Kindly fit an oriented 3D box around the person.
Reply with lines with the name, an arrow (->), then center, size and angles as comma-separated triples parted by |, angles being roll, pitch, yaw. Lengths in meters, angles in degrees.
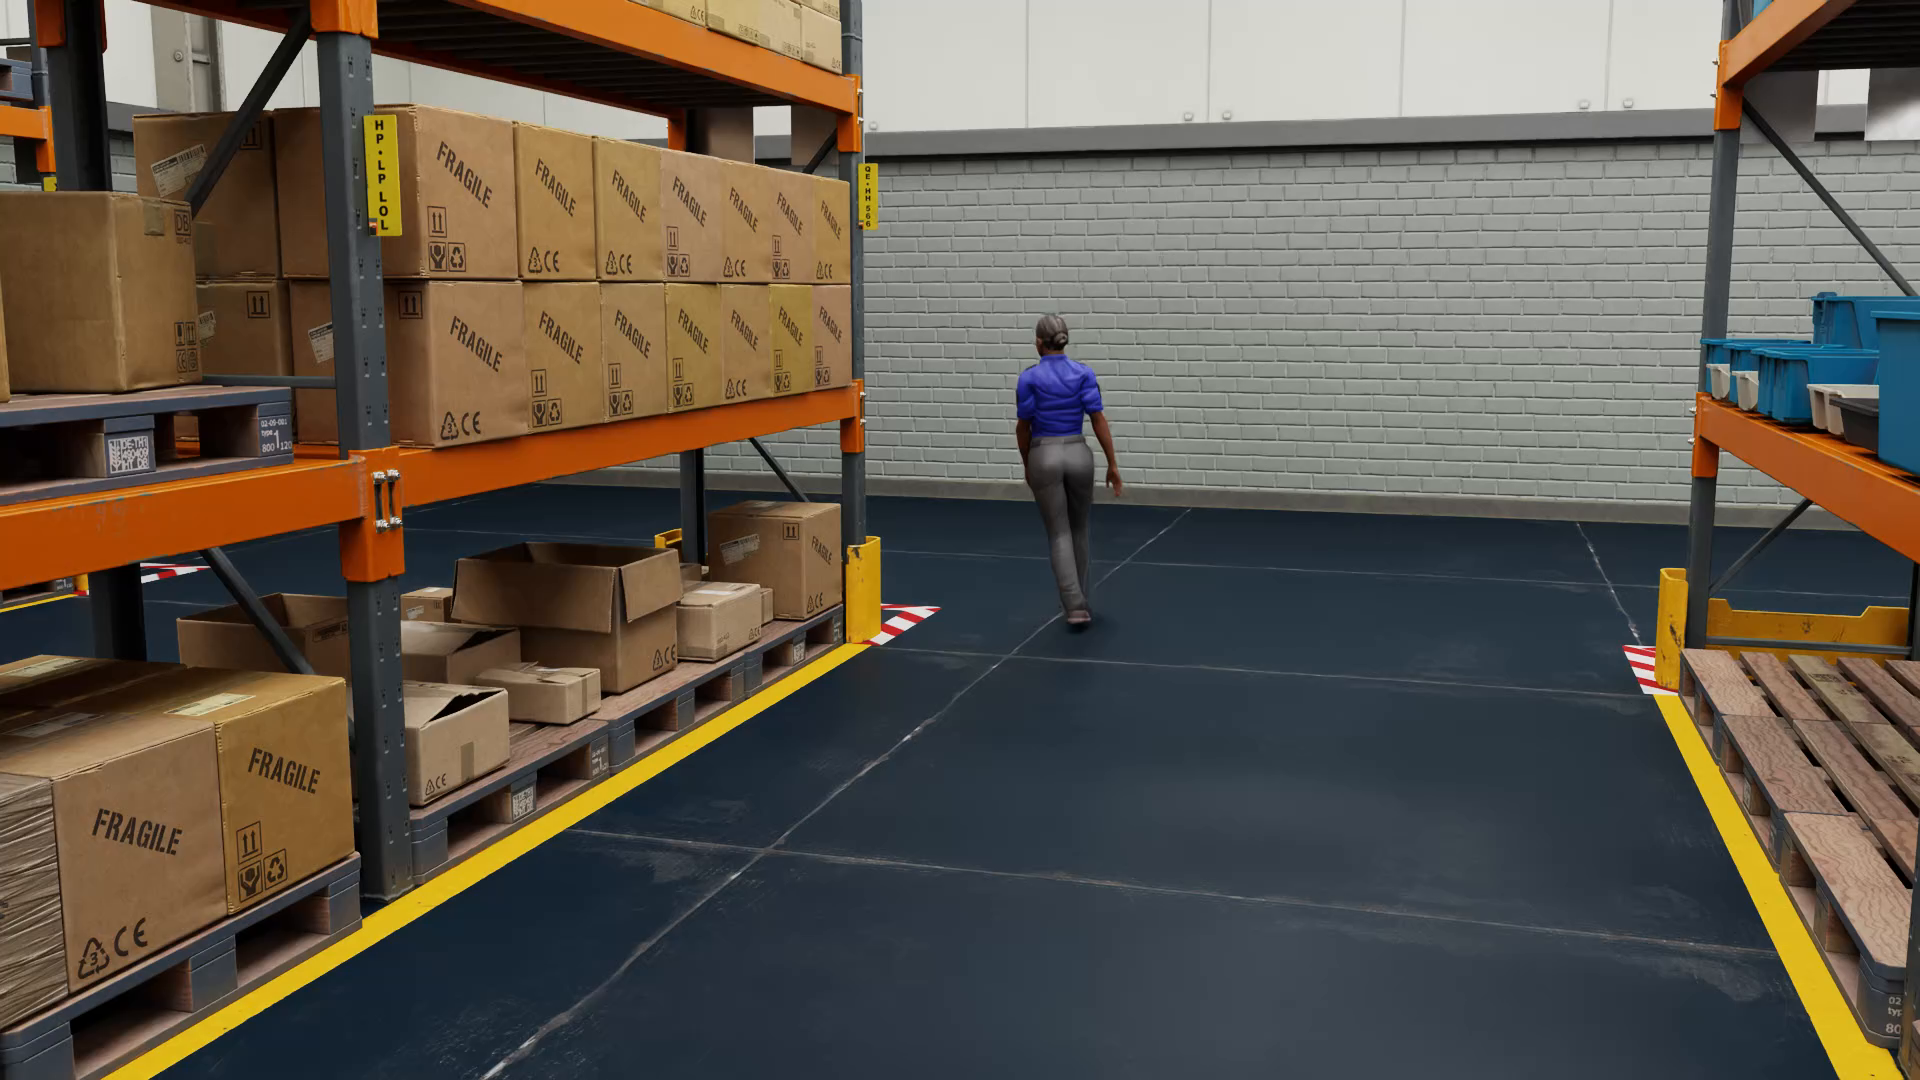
person -> 0.542, -0.381, 8.917 | 0.539, 1.652, 0.774 | -2, 9, -10
